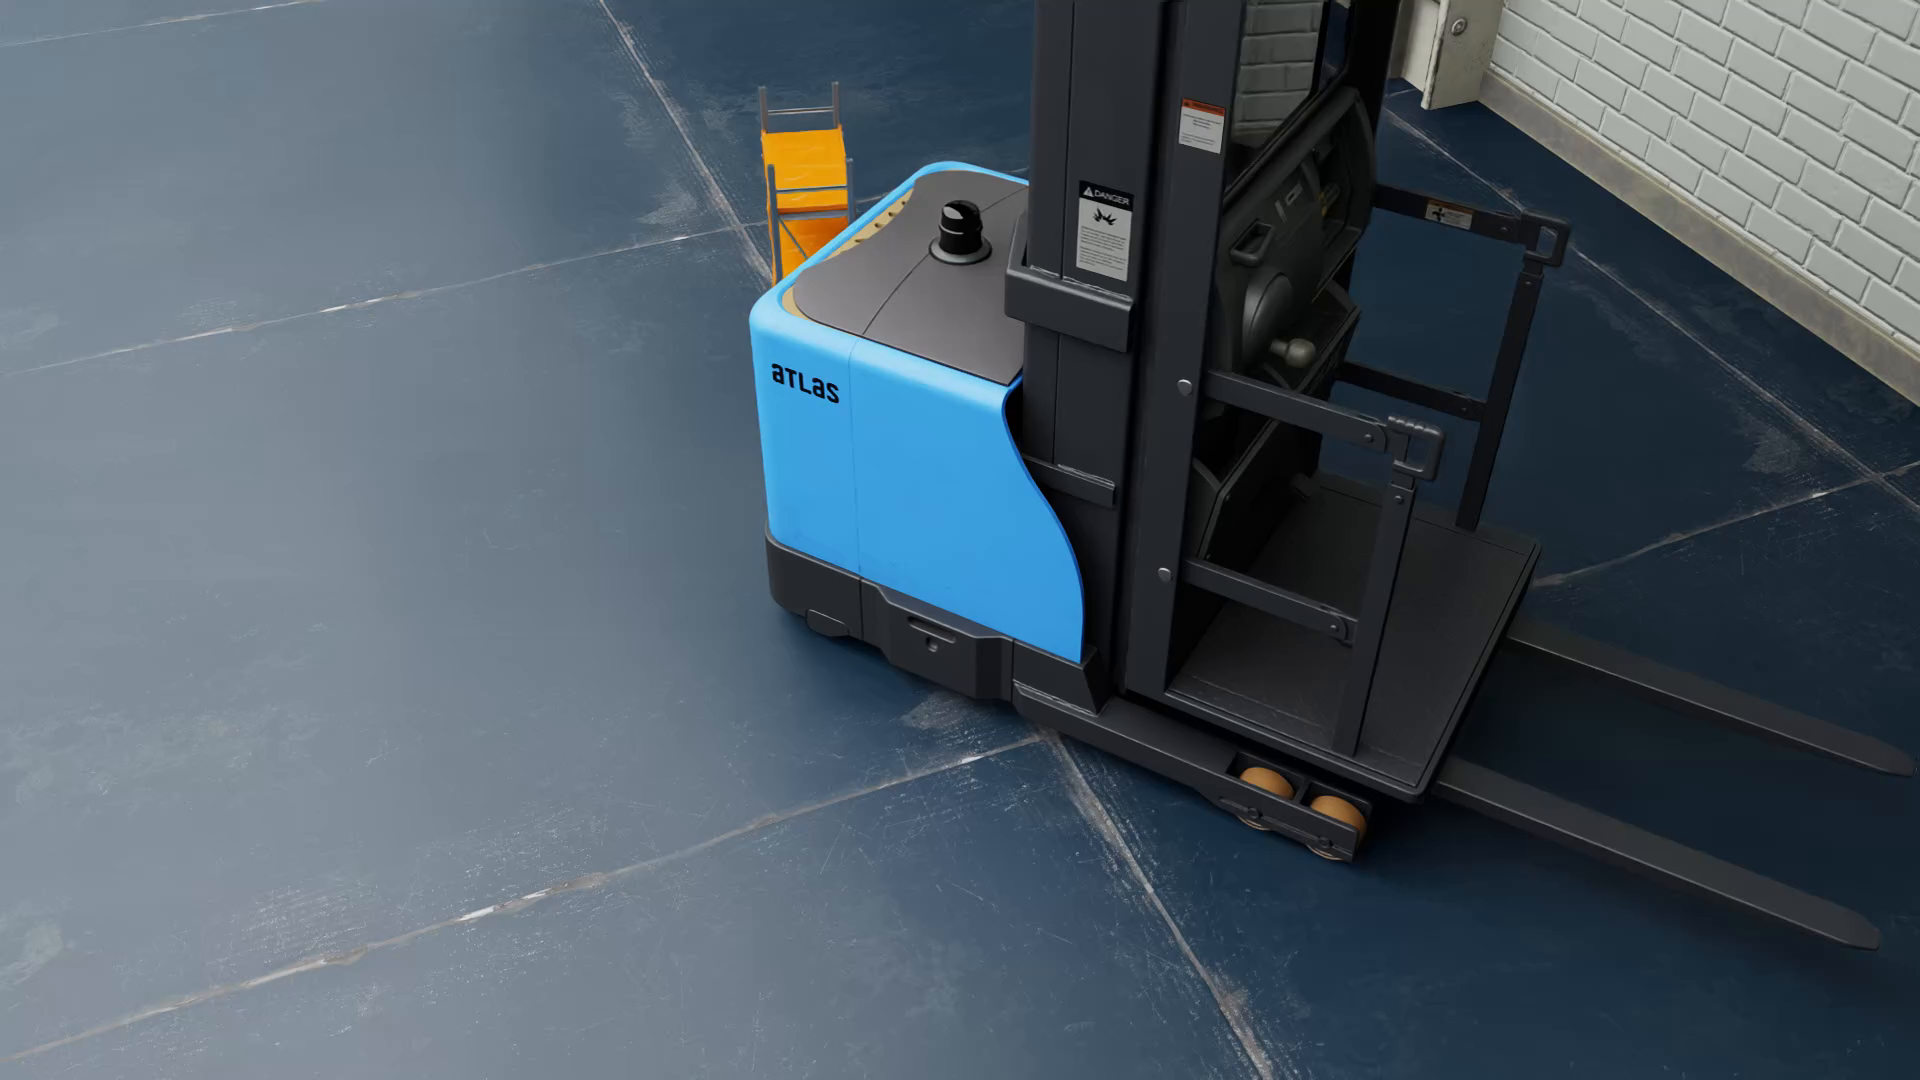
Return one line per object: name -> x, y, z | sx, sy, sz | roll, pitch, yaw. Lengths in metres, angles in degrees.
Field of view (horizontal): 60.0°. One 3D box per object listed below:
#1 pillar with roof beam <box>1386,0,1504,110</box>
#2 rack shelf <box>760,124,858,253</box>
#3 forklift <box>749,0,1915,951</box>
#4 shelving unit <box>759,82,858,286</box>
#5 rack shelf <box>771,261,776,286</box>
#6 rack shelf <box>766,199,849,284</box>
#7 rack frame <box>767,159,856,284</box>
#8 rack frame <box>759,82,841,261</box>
pillar with roof beam -> -1.803, -4.434, 3.505 | 9.100, 9.000, 0.400 | -15, 43, -17
rack shelf -> -0.452, -1.052, 4.951 | 0.258, 0.148, 0.480 | -5, 41, -6
forklift -> 0.966, -0.686, 3.800 | 3.031, 2.935, 1.130 | 21, 45, 22
shelving unit -> -0.452, -0.754, 5.207 | 0.258, 1.200, 0.503 | -5, 41, -6
rack shelf -> -0.452, -0.703, 5.251 | 0.258, 0.148, 0.480 | -5, 41, -6
rack shelf -> -0.452, -0.873, 5.105 | 0.258, 0.148, 0.480 | -5, 41, -6
rack frame -> -0.418, -0.597, 5.023 | 0.240, 1.200, 0.015 | -5, 41, -6
rack frame -> -0.485, -0.912, 5.390 | 0.240, 1.200, 0.015 | -5, 41, -6
